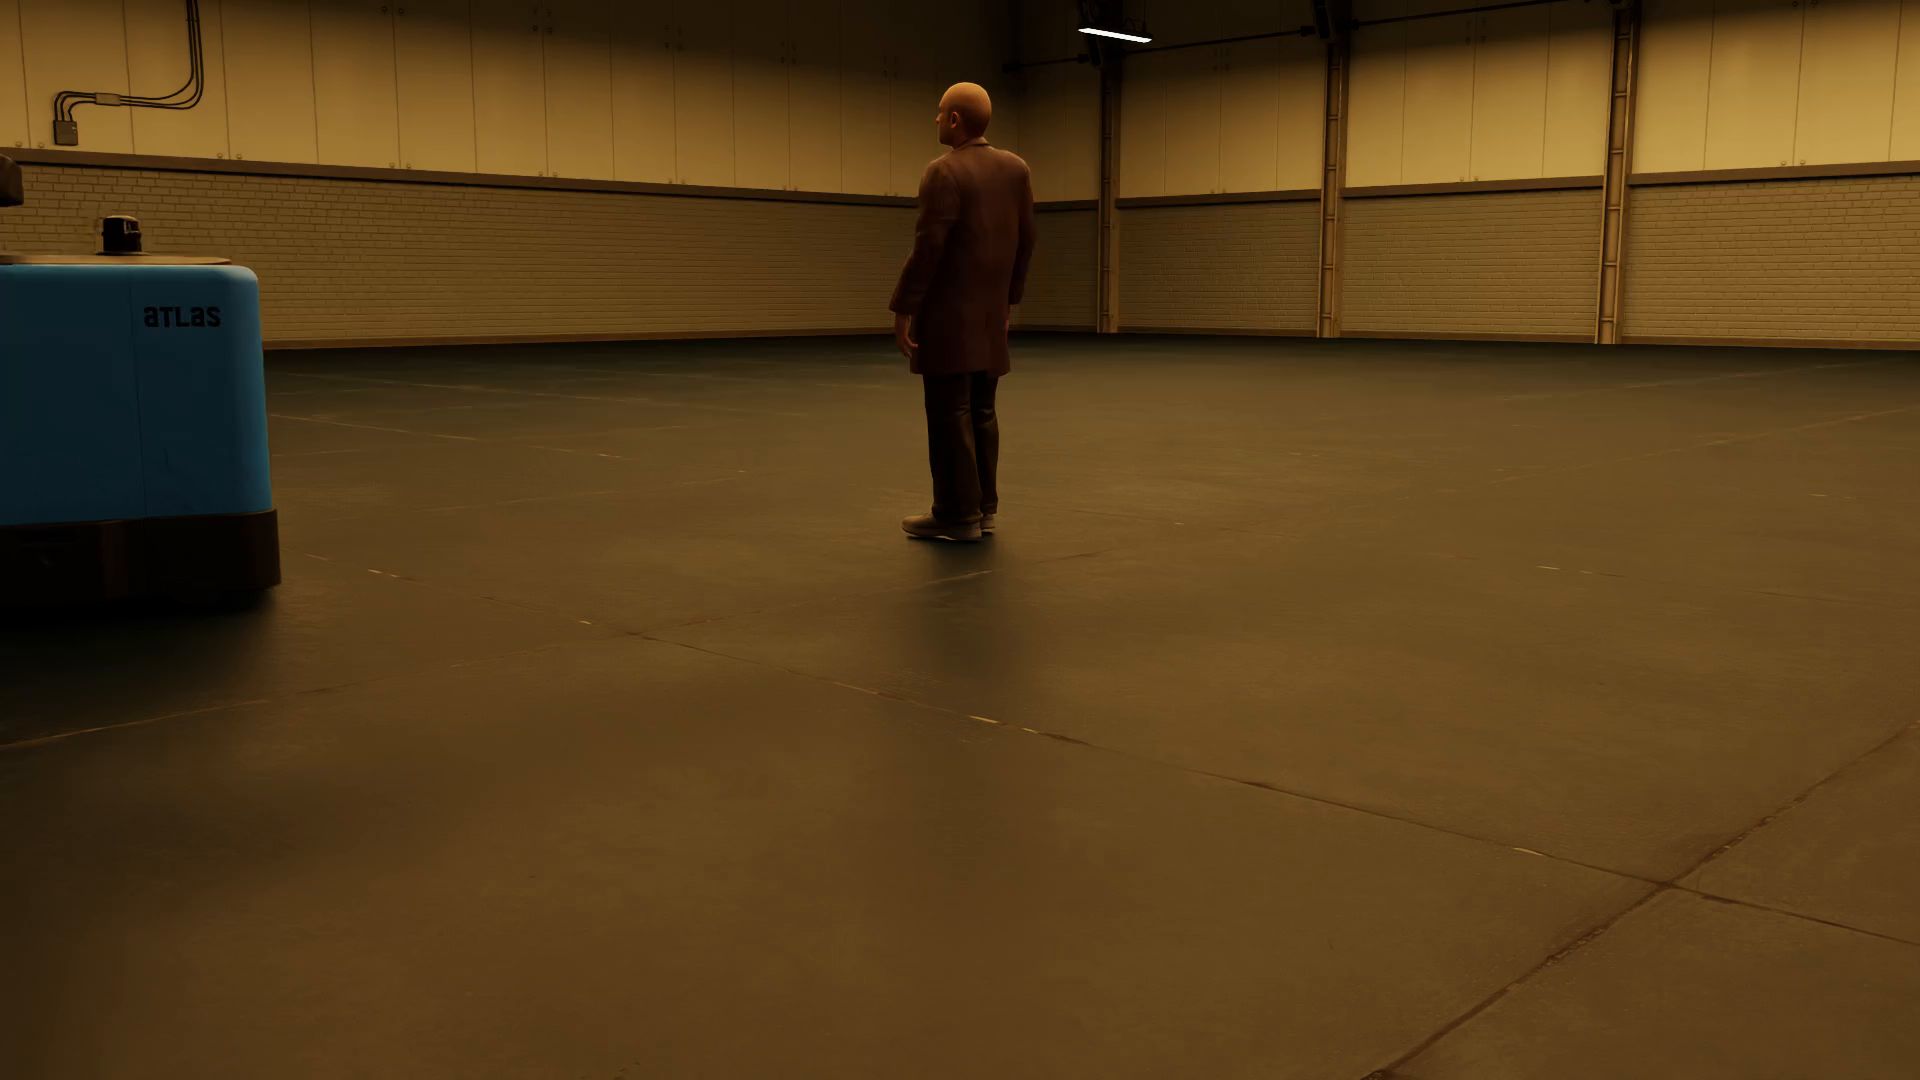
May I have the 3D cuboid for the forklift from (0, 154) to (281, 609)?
[{"bbox_3d":[-3.731,-1.206,4.883,3.031,2.935,1.130,-4,9,-24],"label":"forklift"}]

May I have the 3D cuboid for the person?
[{"bbox_3d":[-0.063,-0.897,6.650,0.579,1.778,0.698,8,12,43],"label":"person"}]
